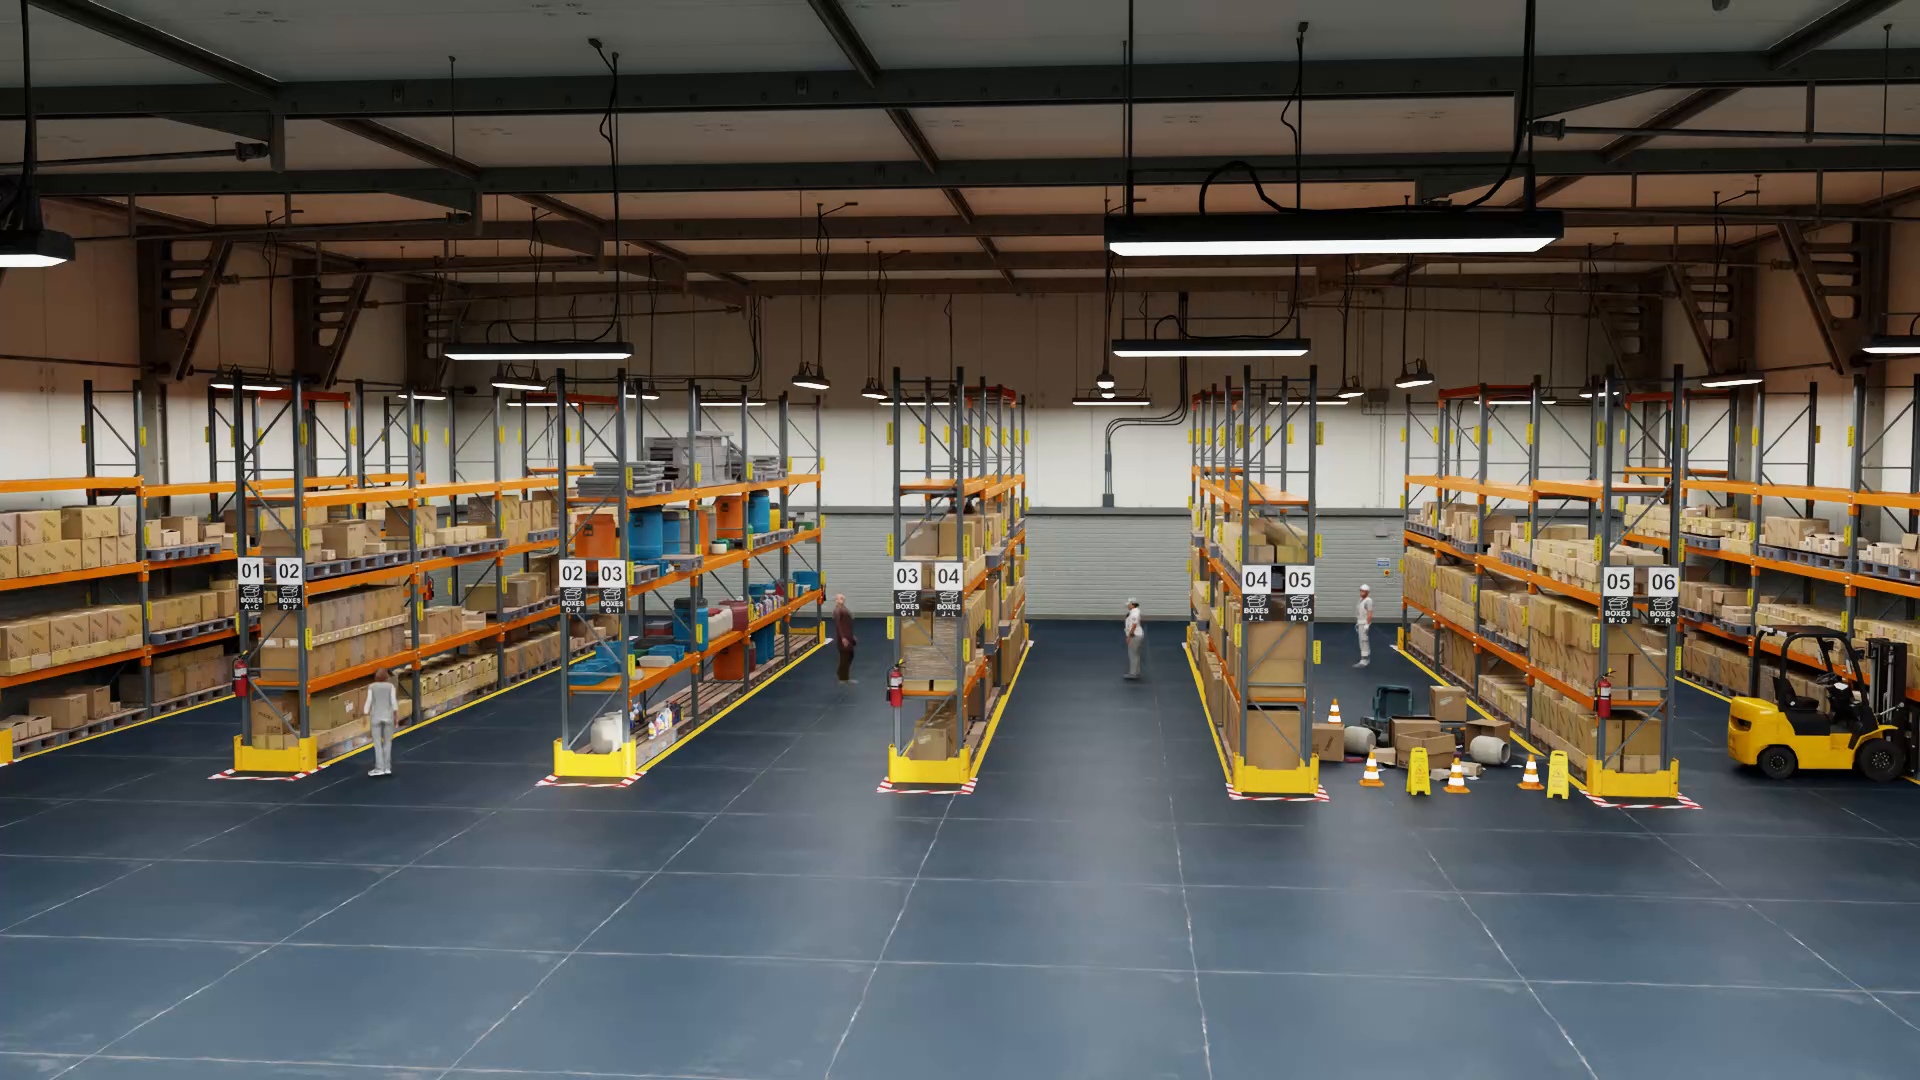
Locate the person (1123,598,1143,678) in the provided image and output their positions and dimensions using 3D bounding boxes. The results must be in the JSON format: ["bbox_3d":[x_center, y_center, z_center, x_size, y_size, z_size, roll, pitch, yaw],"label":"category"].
[{"bbox_3d":[3.587,2.028,34.410,0.407,1.675,0.495,1,4,8],"label":"person"}]

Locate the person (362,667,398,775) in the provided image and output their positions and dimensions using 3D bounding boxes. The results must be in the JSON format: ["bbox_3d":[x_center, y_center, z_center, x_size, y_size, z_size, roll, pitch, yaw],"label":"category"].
[{"bbox_3d":[-8.560,2.740,24.561,0.505,1.531,0.366,-1,4,-18],"label":"person"}]

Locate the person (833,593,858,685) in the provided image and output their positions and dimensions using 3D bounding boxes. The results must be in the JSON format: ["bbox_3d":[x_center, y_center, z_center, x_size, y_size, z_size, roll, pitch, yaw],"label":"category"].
[{"bbox_3d":[-2.231,1.936,32.499,0.466,1.778,0.620,0,4,1],"label":"person"}]

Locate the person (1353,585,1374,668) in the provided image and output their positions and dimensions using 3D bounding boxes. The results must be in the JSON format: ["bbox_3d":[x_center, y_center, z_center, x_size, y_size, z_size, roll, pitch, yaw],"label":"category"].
[{"bbox_3d":[8.777,1.868,36.178,0.429,1.792,0.608,1,4,11],"label":"person"}]
